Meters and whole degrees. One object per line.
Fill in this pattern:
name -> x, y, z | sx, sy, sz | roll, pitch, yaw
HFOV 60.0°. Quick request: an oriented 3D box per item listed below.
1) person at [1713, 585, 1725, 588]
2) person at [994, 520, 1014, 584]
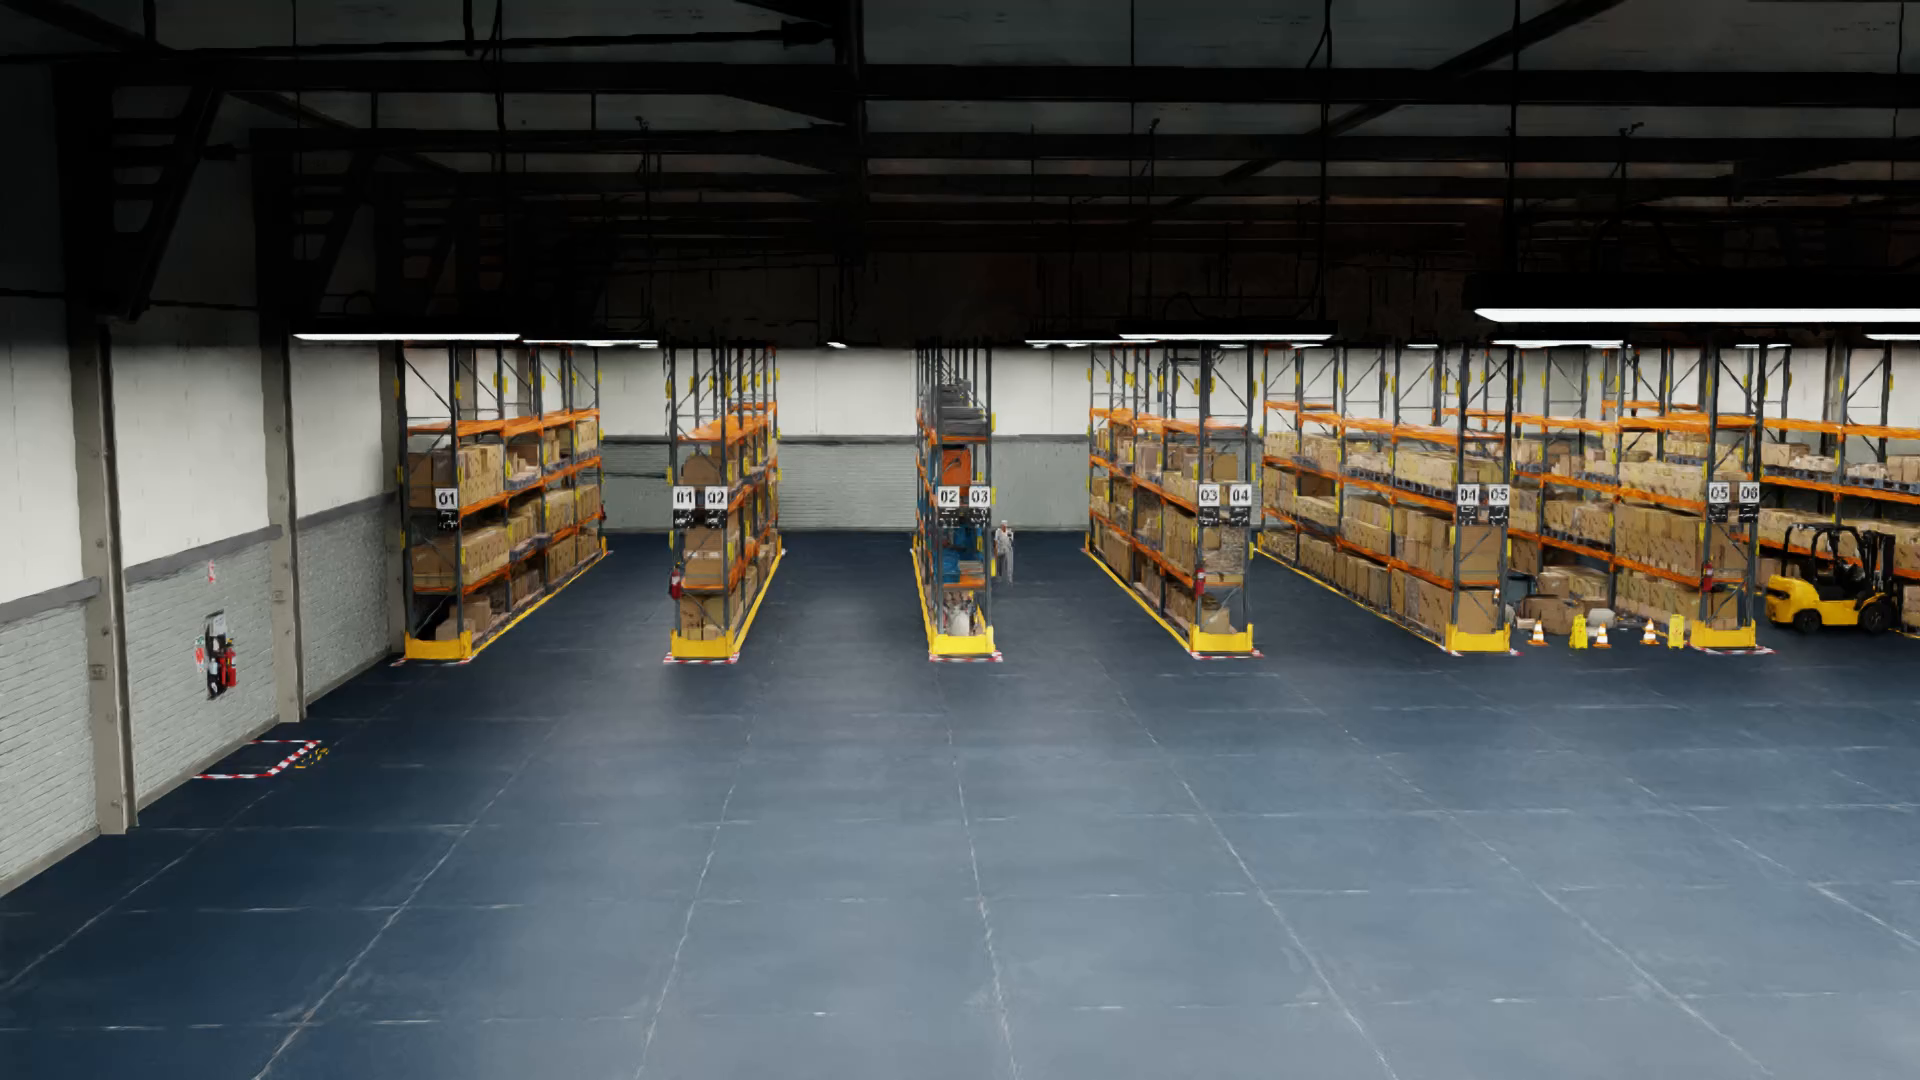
person -> 16.353, 0.844, 35.905 | 0.527, 1.592, 0.523 | 4, 7, 30
person -> 1.087, 0.273, 40.979 | 0.497, 1.583, 1.090 | 0, 6, -1
